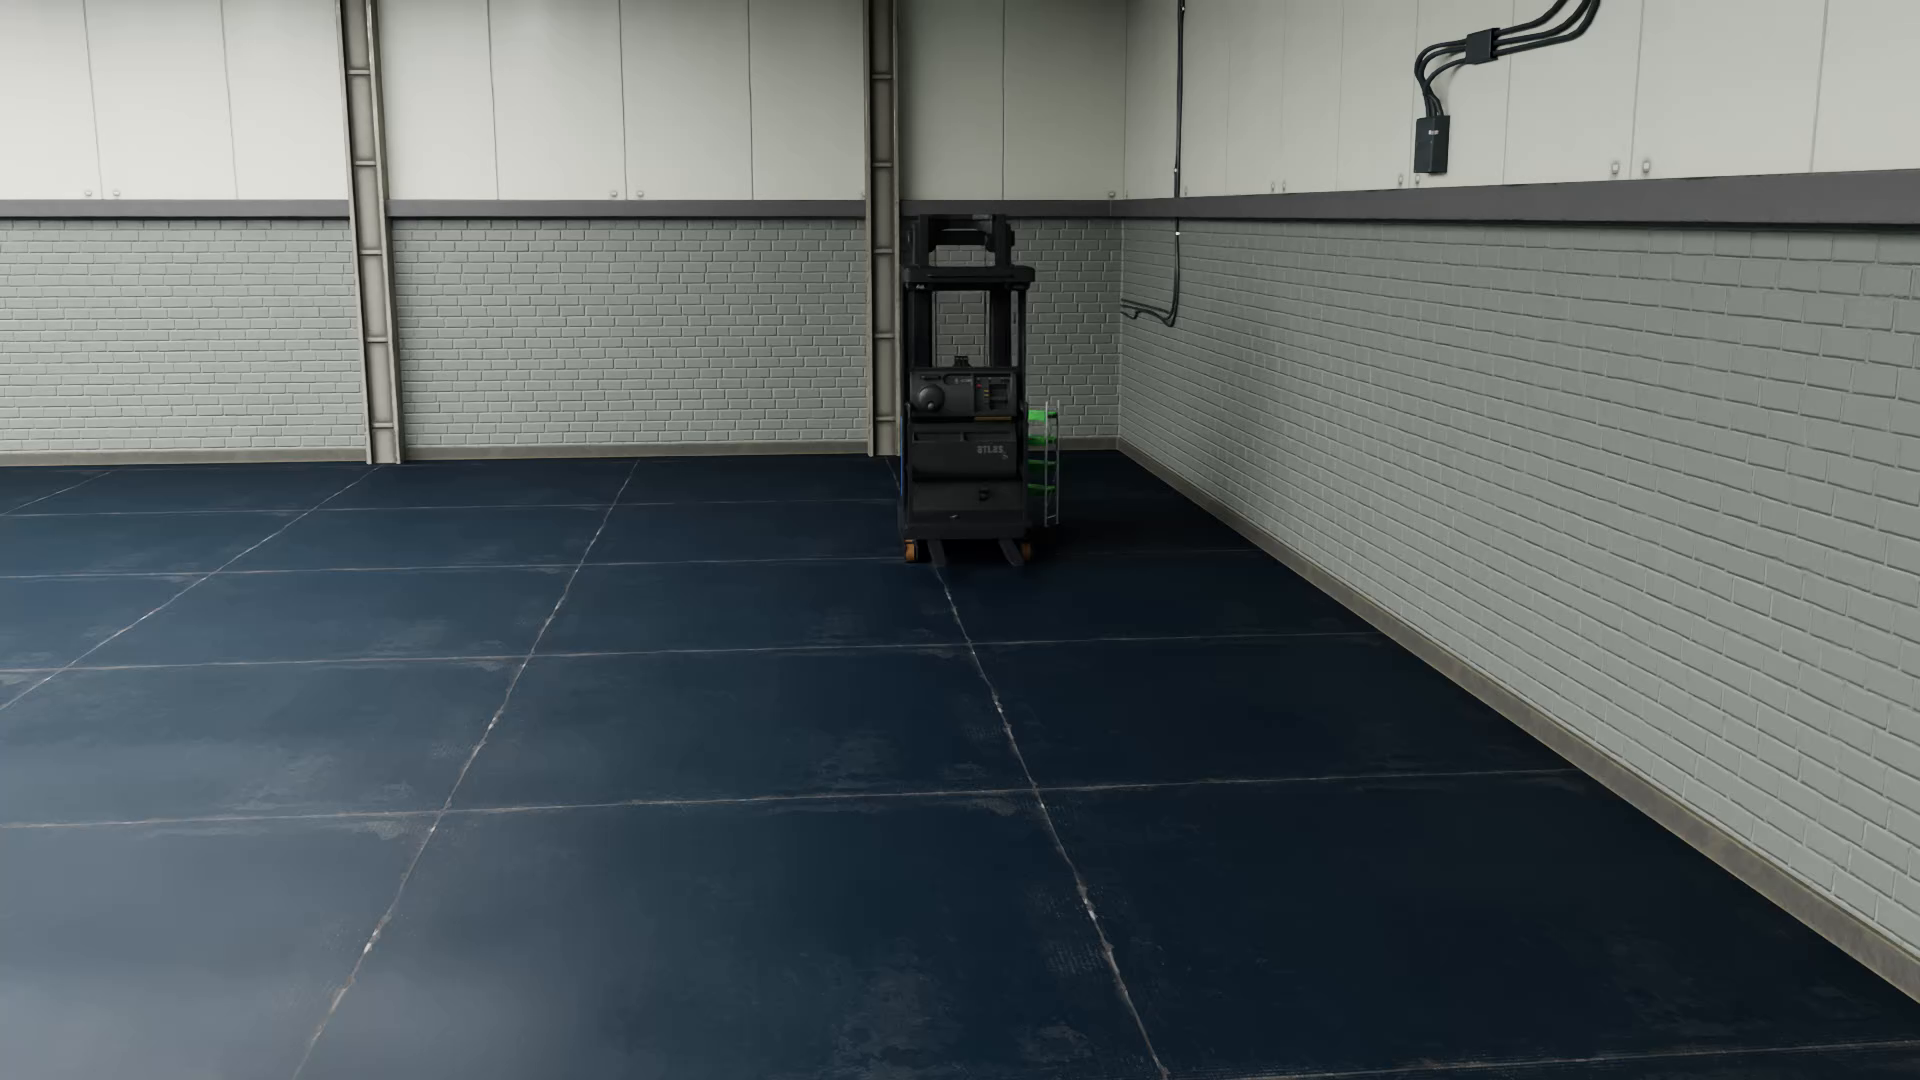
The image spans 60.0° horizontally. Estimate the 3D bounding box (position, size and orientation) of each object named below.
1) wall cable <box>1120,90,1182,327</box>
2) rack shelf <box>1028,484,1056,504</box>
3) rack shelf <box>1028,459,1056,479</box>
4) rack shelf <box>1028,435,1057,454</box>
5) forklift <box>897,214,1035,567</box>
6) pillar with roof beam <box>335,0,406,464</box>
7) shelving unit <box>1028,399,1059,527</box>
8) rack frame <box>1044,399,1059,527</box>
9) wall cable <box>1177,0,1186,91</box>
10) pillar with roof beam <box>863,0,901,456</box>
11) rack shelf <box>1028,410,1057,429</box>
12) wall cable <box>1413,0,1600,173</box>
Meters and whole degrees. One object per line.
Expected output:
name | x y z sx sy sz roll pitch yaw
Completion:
wall cable | 2.131 -3.765 19.121 0.112 2.526 3.097 -1 11 -6
rack shelf | 0.671 -0.458 16.044 0.480 0.148 0.258 7 13 32
rack shelf | 0.671 -0.694 15.998 0.480 0.148 0.258 7 13 32
rack shelf | 0.672 -0.929 15.952 0.480 0.148 0.258 7 13 32
forklift | 0.049 -1.308 14.306 1.130 2.935 3.031 -1 11 -4
pillar with roof beam | -6.440 -4.530 14.964 0.400 9.000 9.100 -1 11 -6
shelving unit | 0.671 -0.756 15.986 0.503 1.200 0.258 7 13 32
rack frame | 0.876 -0.731 15.856 0.015 1.200 0.240 7 13 32
wall cable | 2.423 -5.724 15.995 0.112 2.526 3.097 -1 11 -6
pillar with roof beam | -0.475 -4.655 15.600 0.400 9.000 9.100 -1 11 -6
rack shelf | 0.672 -1.165 15.906 0.480 0.148 0.258 7 13 32
wall cable | 3.141 -5.136 9.231 0.169 6.003 2.305 -1 11 -6
